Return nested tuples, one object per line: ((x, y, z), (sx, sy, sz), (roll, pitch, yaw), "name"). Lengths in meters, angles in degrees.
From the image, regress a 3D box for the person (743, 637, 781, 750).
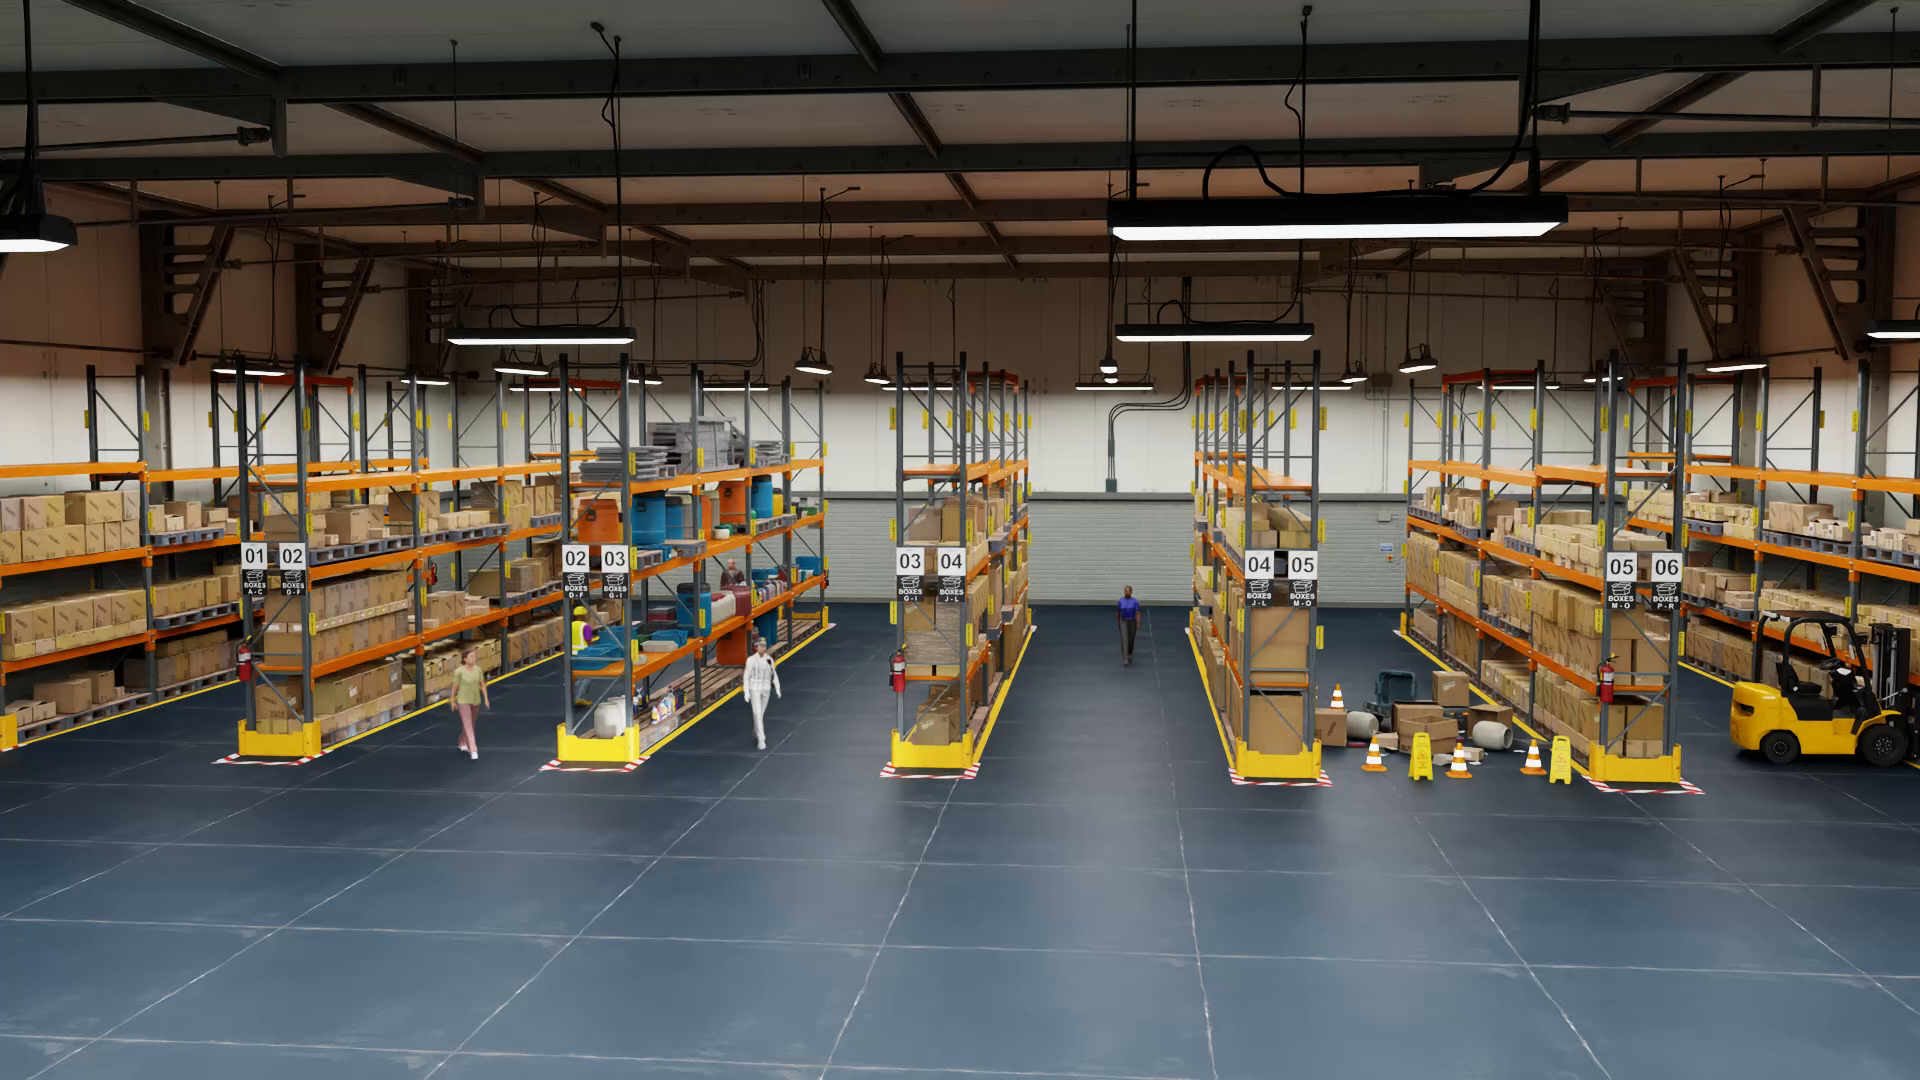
((-3.085, 2.340, 25.804), (0.544, 1.683, 0.905), (-2, 5, -27), "person")

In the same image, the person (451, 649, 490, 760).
((-7.293, 2.418, 24.795), (0.491, 1.601, 1.074), (-3, 5, -37), "person")

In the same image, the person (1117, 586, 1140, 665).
((3.489, 1.741, 34.411), (0.471, 1.594, 1.033), (0, 4, 2), "person")

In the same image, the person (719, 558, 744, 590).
((-5.458, 1.300, 39.592), (0.677, 1.718, 1.103), (0, 4, 7), "person")

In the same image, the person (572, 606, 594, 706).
((-6.694, 2.049, 29.270), (0.610, 1.765, 0.513), (2, 5, 29), "person")
